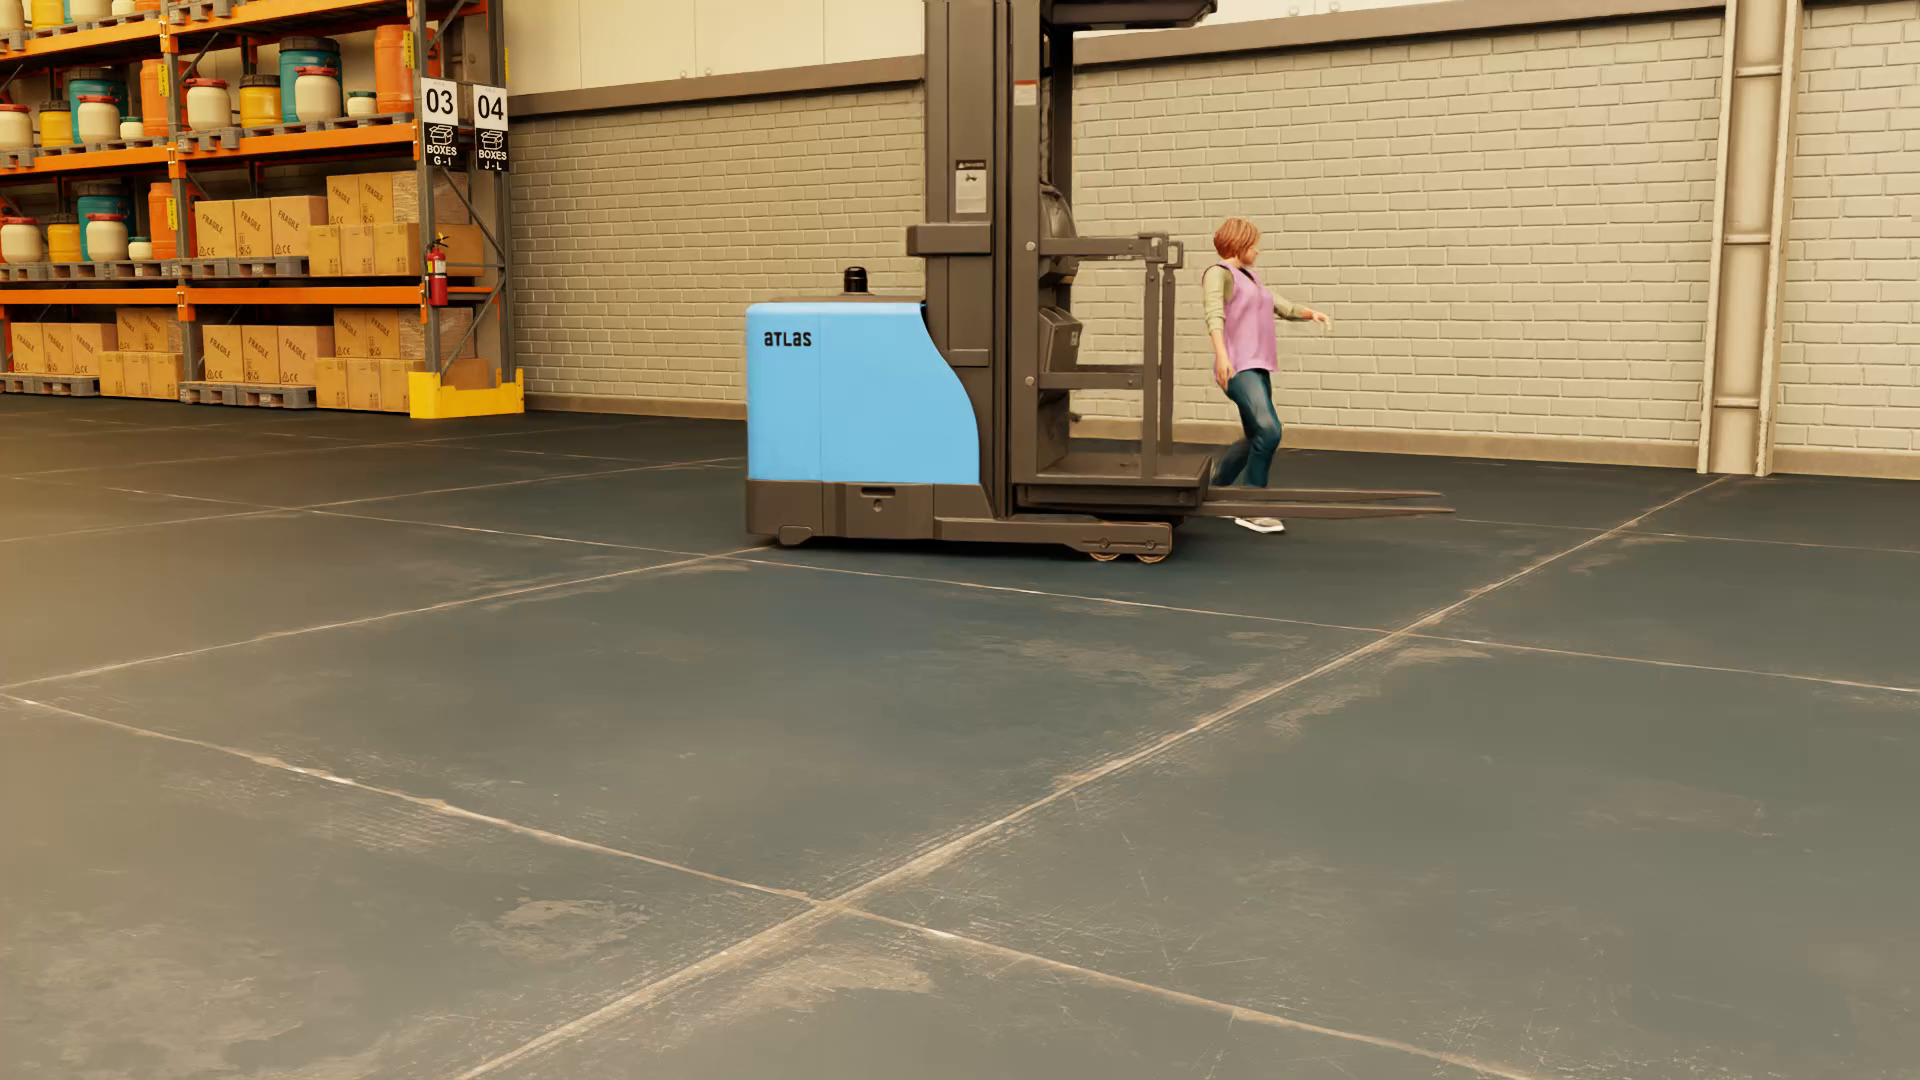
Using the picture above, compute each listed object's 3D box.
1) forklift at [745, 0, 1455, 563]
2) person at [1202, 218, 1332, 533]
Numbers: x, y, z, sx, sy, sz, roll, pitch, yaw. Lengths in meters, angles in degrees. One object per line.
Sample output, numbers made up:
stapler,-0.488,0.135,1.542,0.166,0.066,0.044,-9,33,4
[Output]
forklift,0.621,-1.437,7.298,3.031,2.935,1.130,2,8,11
person,1.388,-0.786,7.923,0.744,1.483,0.677,4,9,26
